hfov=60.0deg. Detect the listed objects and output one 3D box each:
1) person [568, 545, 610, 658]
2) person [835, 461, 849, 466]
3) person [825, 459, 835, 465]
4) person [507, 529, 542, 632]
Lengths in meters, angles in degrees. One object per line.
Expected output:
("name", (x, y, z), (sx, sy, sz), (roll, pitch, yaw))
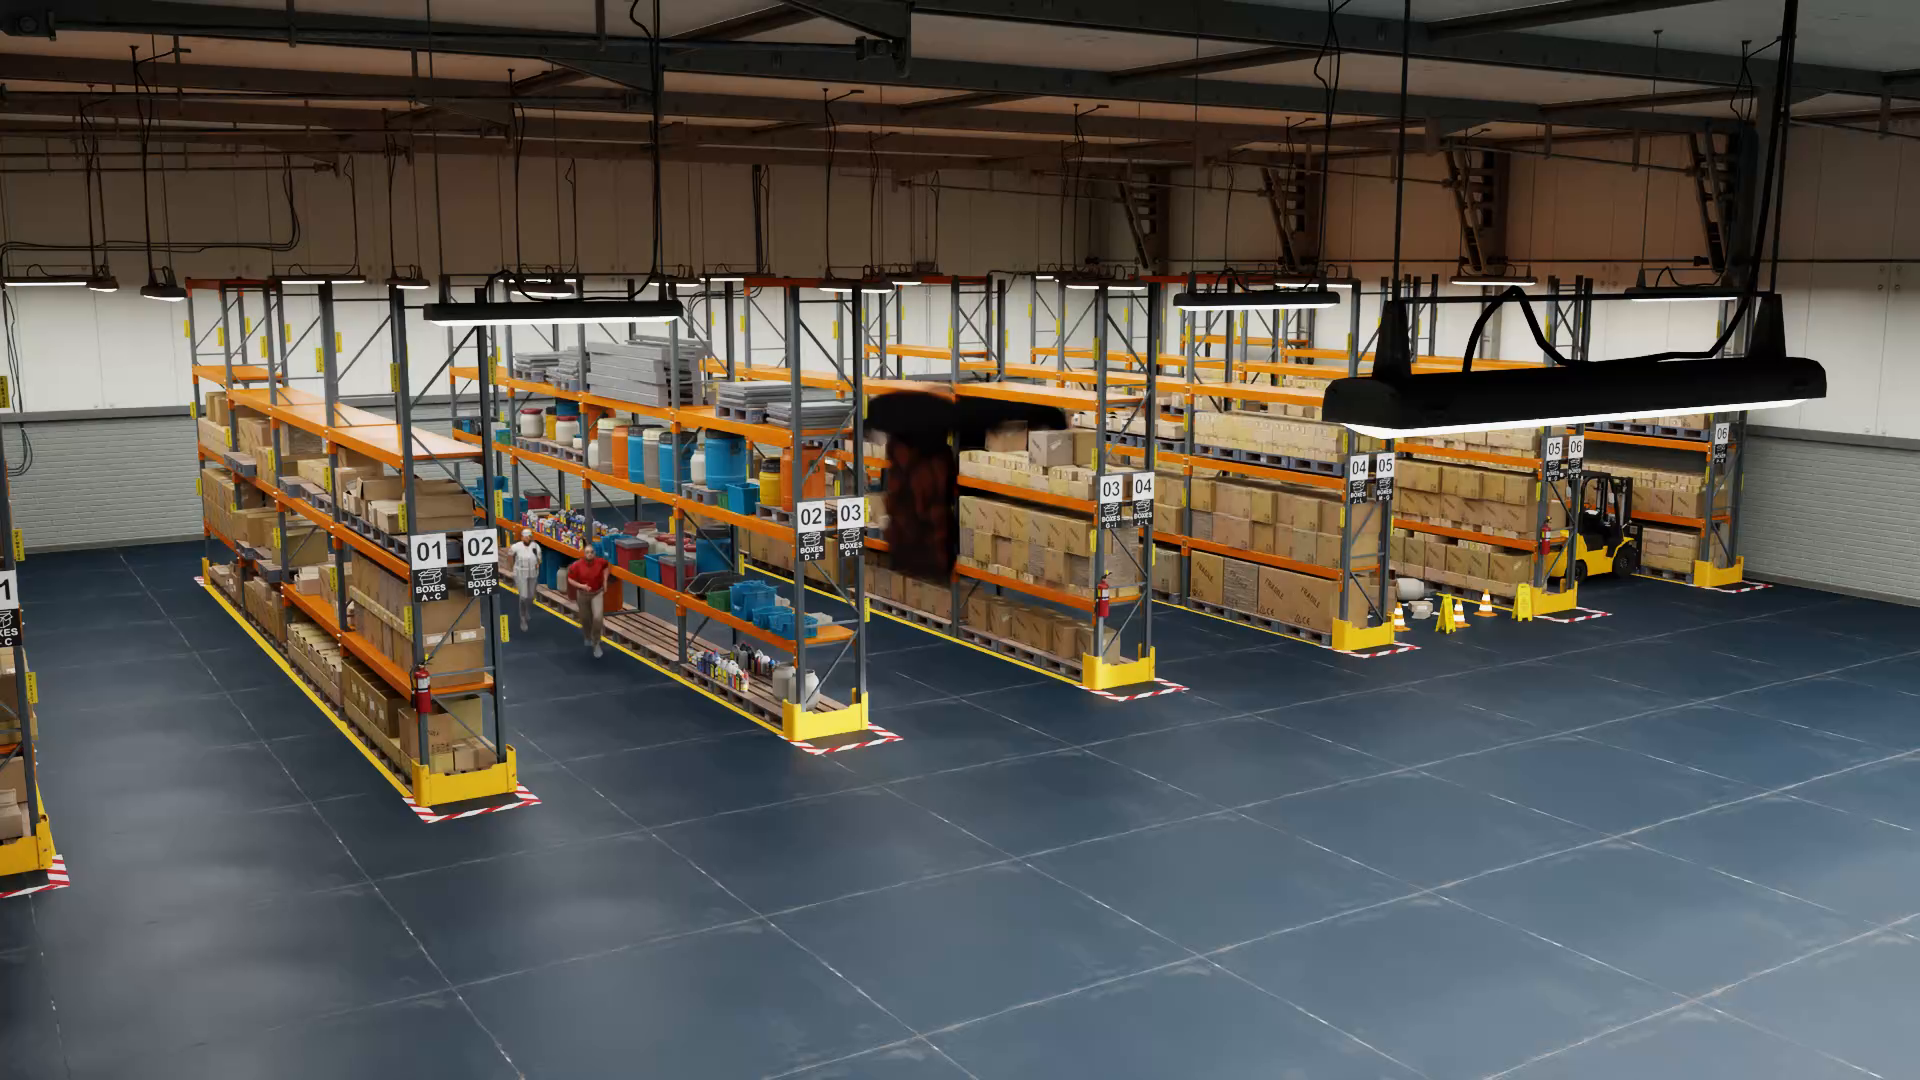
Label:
("person", (-5.825, 0.921, 26.166), (0.671, 1.763, 0.904), (-3, 10, -16))
("person", (-3.026, -1.369, 41.450), (0.741, 1.633, 0.700), (9, 13, 42))
("person", (-3.359, -1.336, 40.623), (0.681, 1.770, 0.740), (-2, 10, -10))
("person", (-7.300, 0.654, 28.021), (0.526, 1.724, 0.784), (-6, 11, -32))
